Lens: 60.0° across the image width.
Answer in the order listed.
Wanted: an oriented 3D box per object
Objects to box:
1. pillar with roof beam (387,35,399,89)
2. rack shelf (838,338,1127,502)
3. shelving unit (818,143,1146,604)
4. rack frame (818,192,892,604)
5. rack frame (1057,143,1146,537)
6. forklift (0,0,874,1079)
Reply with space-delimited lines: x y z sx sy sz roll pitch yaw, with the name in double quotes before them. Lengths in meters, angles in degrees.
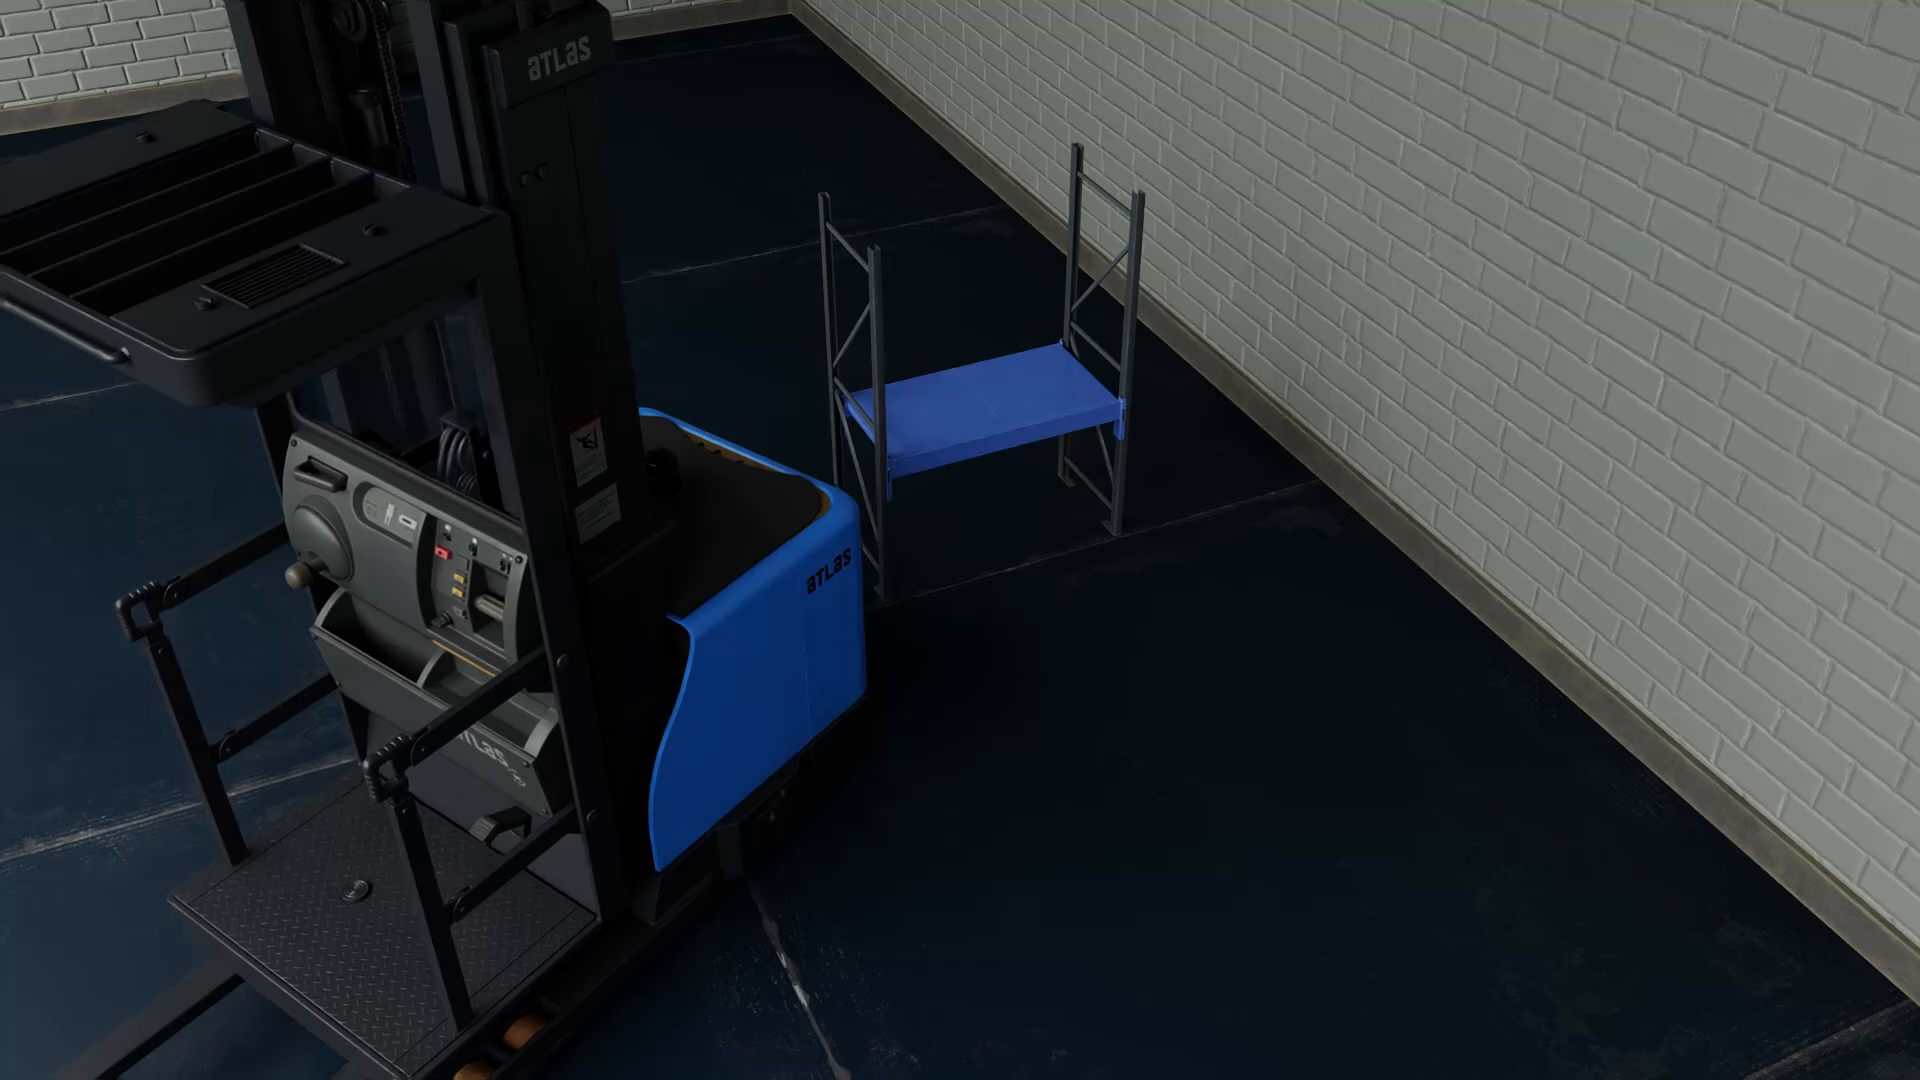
"pillar with roof beam" -2.005 -4.205 4.866 0.400 9.000 9.100 -16 39 -20
"rack shelf" 0.077 -0.480 6.439 1.000 0.185 0.538 -16 39 -20
"shelving unit" 0.077 -0.624 6.332 1.048 1.500 0.538 -16 39 -20
"rack frame" -0.383 -0.495 6.159 0.032 1.500 0.500 -16 39 -20
"rack frame" 0.537 -0.753 6.506 0.032 1.500 0.500 -16 39 -20
"forklift" -1.567 0.094 4.163 1.130 2.935 3.031 23 43 28
